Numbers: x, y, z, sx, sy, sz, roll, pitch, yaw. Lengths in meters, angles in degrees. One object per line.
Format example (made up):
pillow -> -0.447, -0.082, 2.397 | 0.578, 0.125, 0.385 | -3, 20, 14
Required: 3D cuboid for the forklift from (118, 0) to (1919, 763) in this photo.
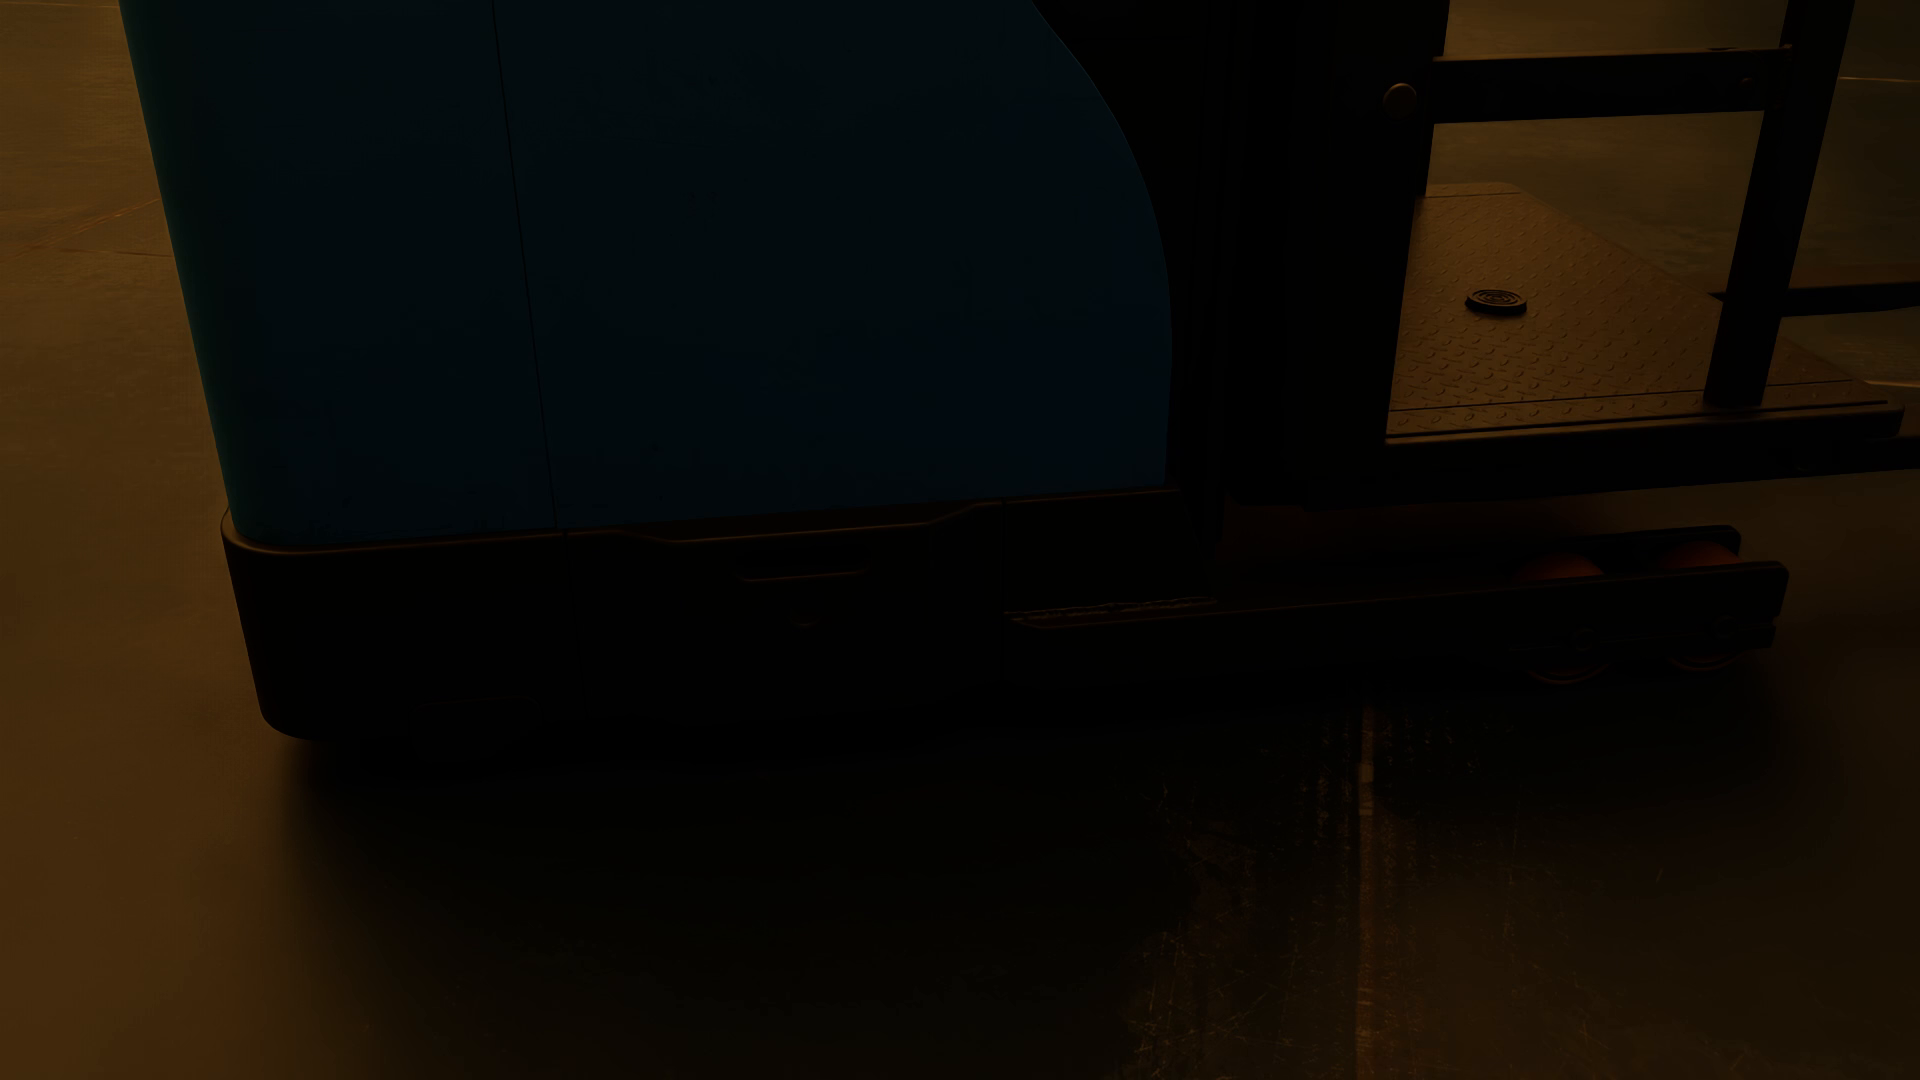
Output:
forklift -> 0.600, -1.354, 1.930 | 3.031, 2.935, 1.130 | -4, 27, -9
